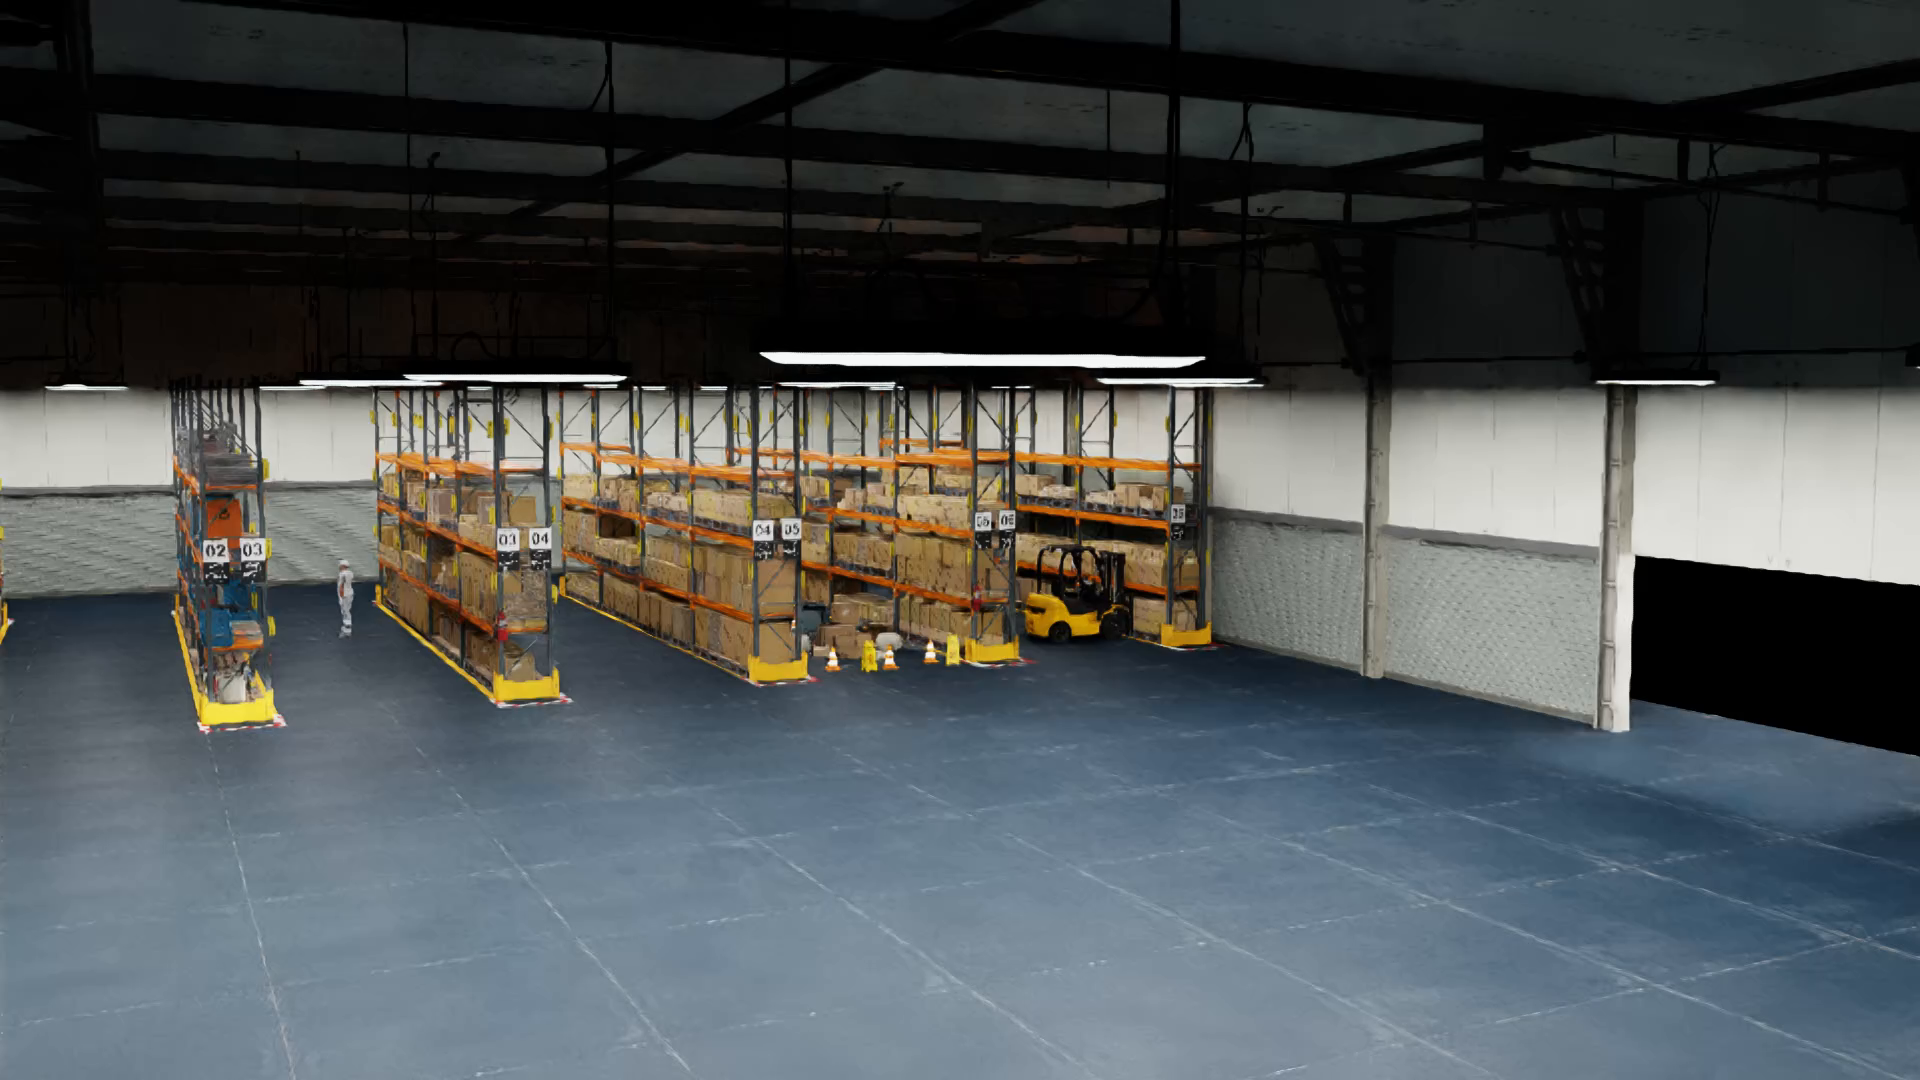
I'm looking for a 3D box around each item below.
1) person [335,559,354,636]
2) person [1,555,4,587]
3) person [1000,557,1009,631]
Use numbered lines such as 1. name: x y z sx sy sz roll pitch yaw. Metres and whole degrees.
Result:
1. person: -14.505 1.341 39.085 0.489 1.787 0.608 0 5 4
2. person: -25.970 0.944 44.529 0.484 1.647 0.647 2 6 23
3. person: 1.046 1.285 39.974 0.555 1.754 0.623 0 5 3
